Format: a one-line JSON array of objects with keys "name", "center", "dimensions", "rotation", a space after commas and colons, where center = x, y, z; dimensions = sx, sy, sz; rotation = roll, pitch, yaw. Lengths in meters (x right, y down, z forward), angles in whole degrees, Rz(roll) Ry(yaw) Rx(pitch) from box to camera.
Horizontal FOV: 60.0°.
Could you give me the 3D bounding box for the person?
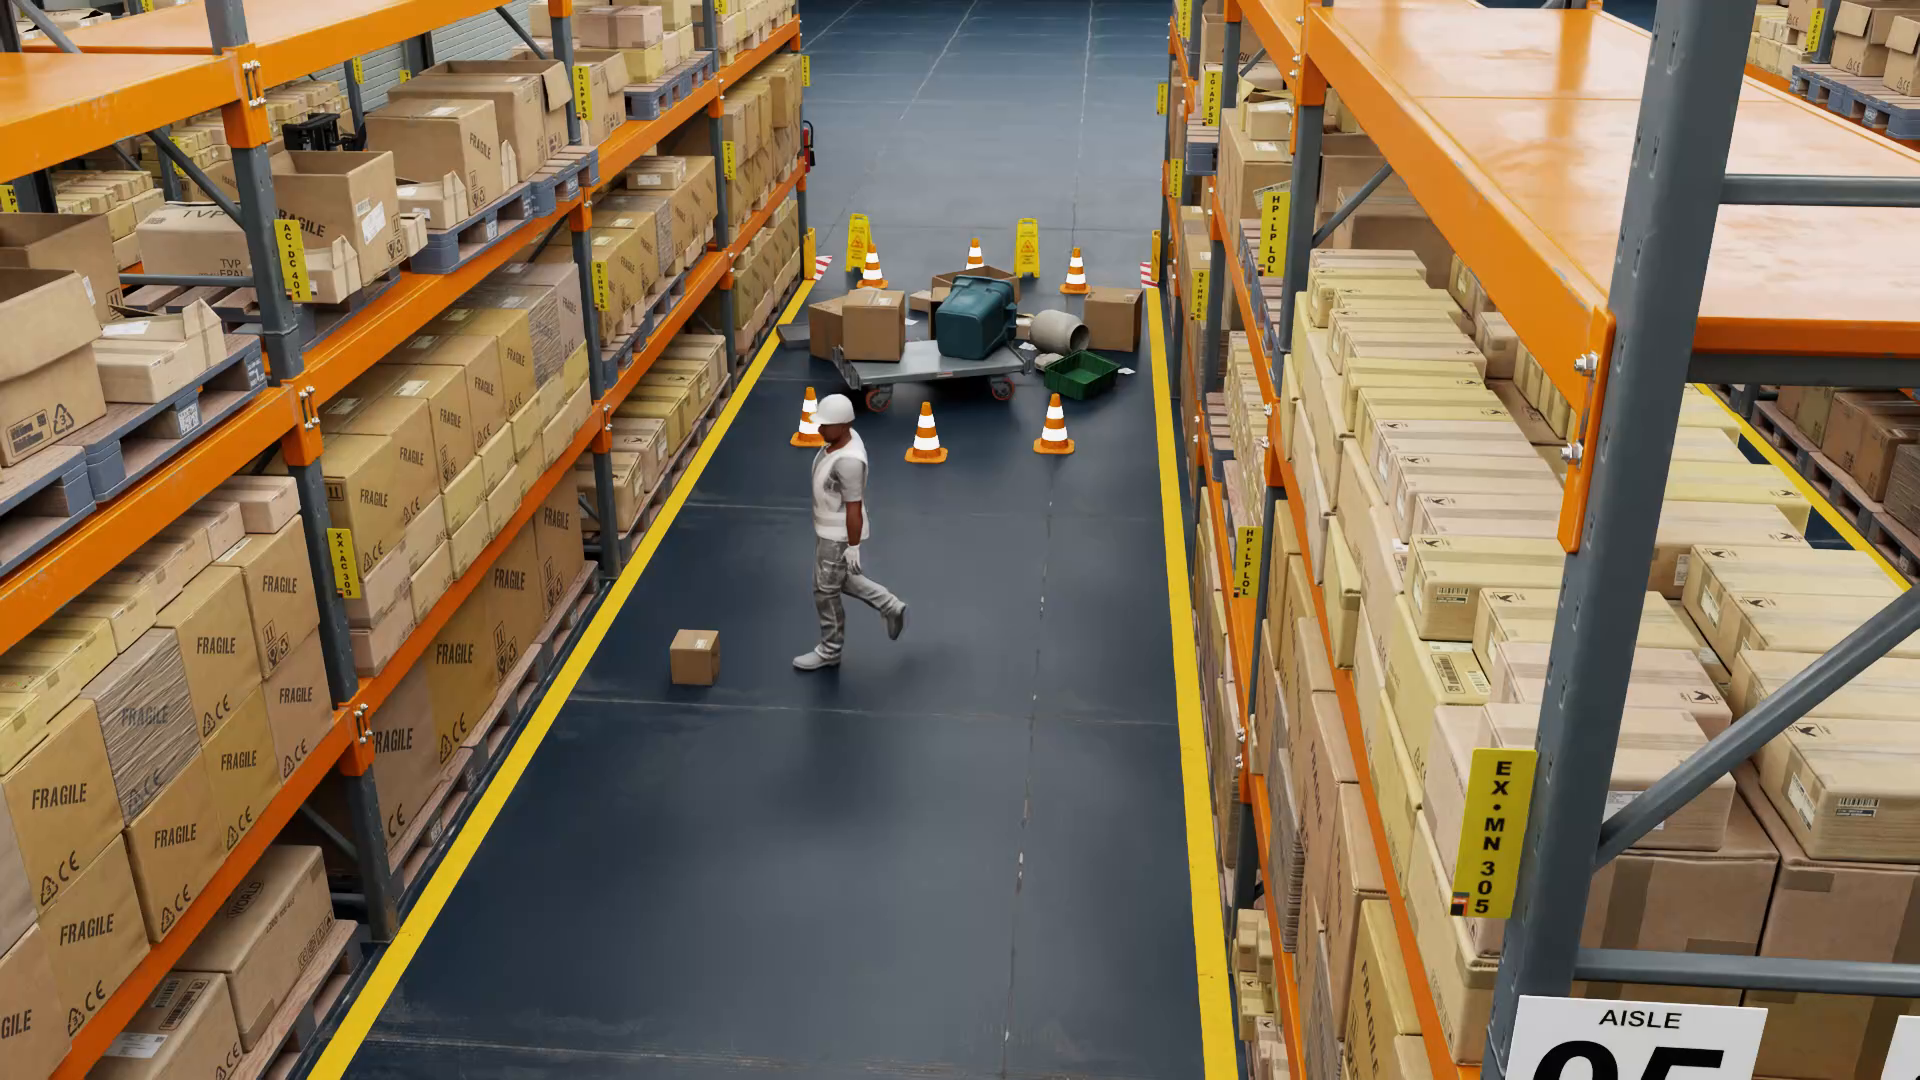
[{"name": "person", "center": [-0.688, -0.061, 10.098], "dimensions": [0.732, 1.769, 0.600], "rotation": [-3, 25, -7]}]
